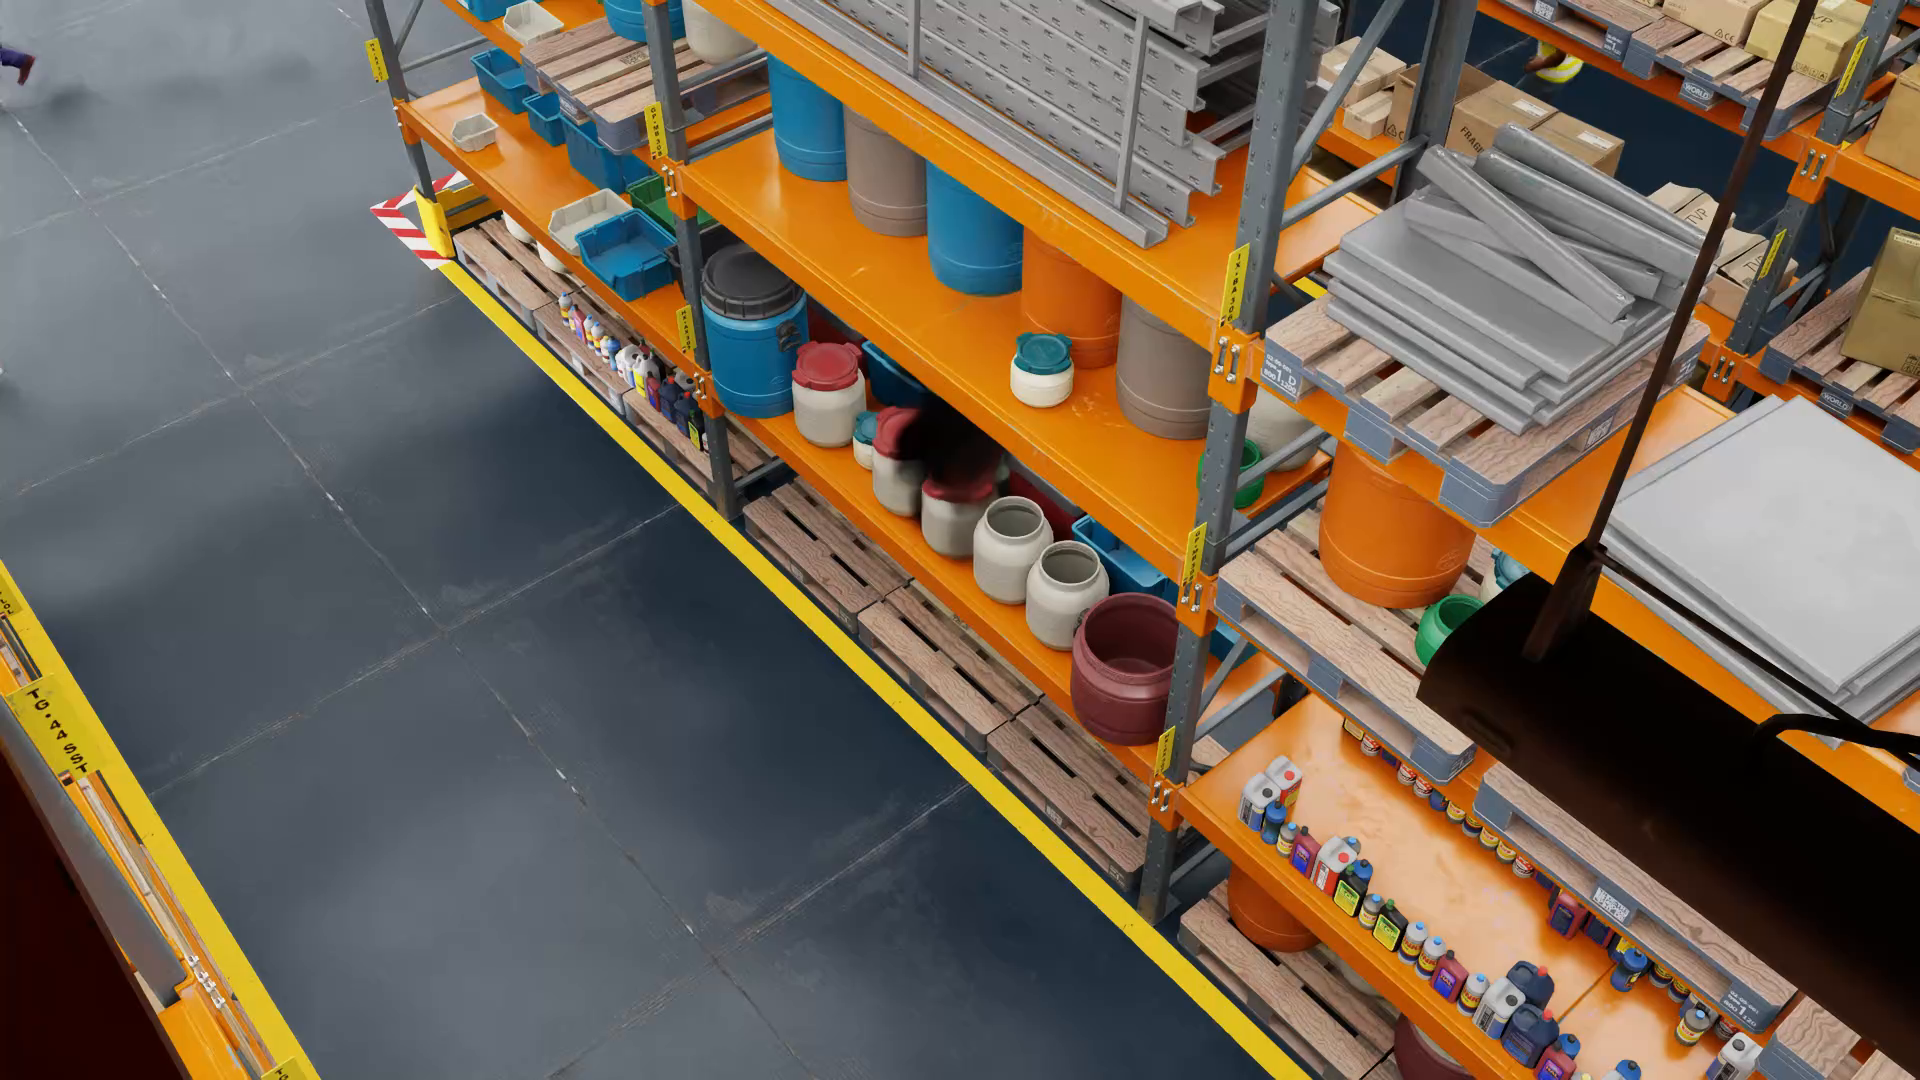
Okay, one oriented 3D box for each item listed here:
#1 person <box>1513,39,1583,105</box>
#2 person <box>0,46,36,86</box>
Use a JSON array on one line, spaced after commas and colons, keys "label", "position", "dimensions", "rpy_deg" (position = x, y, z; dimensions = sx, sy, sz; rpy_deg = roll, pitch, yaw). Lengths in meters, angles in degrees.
[{"label": "person", "position": [4.765, -3.819, 13.413], "dimensions": [0.674, 1.719, 0.569], "rpy_deg": [-34, 55, -28]}, {"label": "person", "position": [-8.483, -4.407, 14.049], "dimensions": [0.891, 1.633, 0.589], "rpy_deg": [-15, 48, -14]}]
